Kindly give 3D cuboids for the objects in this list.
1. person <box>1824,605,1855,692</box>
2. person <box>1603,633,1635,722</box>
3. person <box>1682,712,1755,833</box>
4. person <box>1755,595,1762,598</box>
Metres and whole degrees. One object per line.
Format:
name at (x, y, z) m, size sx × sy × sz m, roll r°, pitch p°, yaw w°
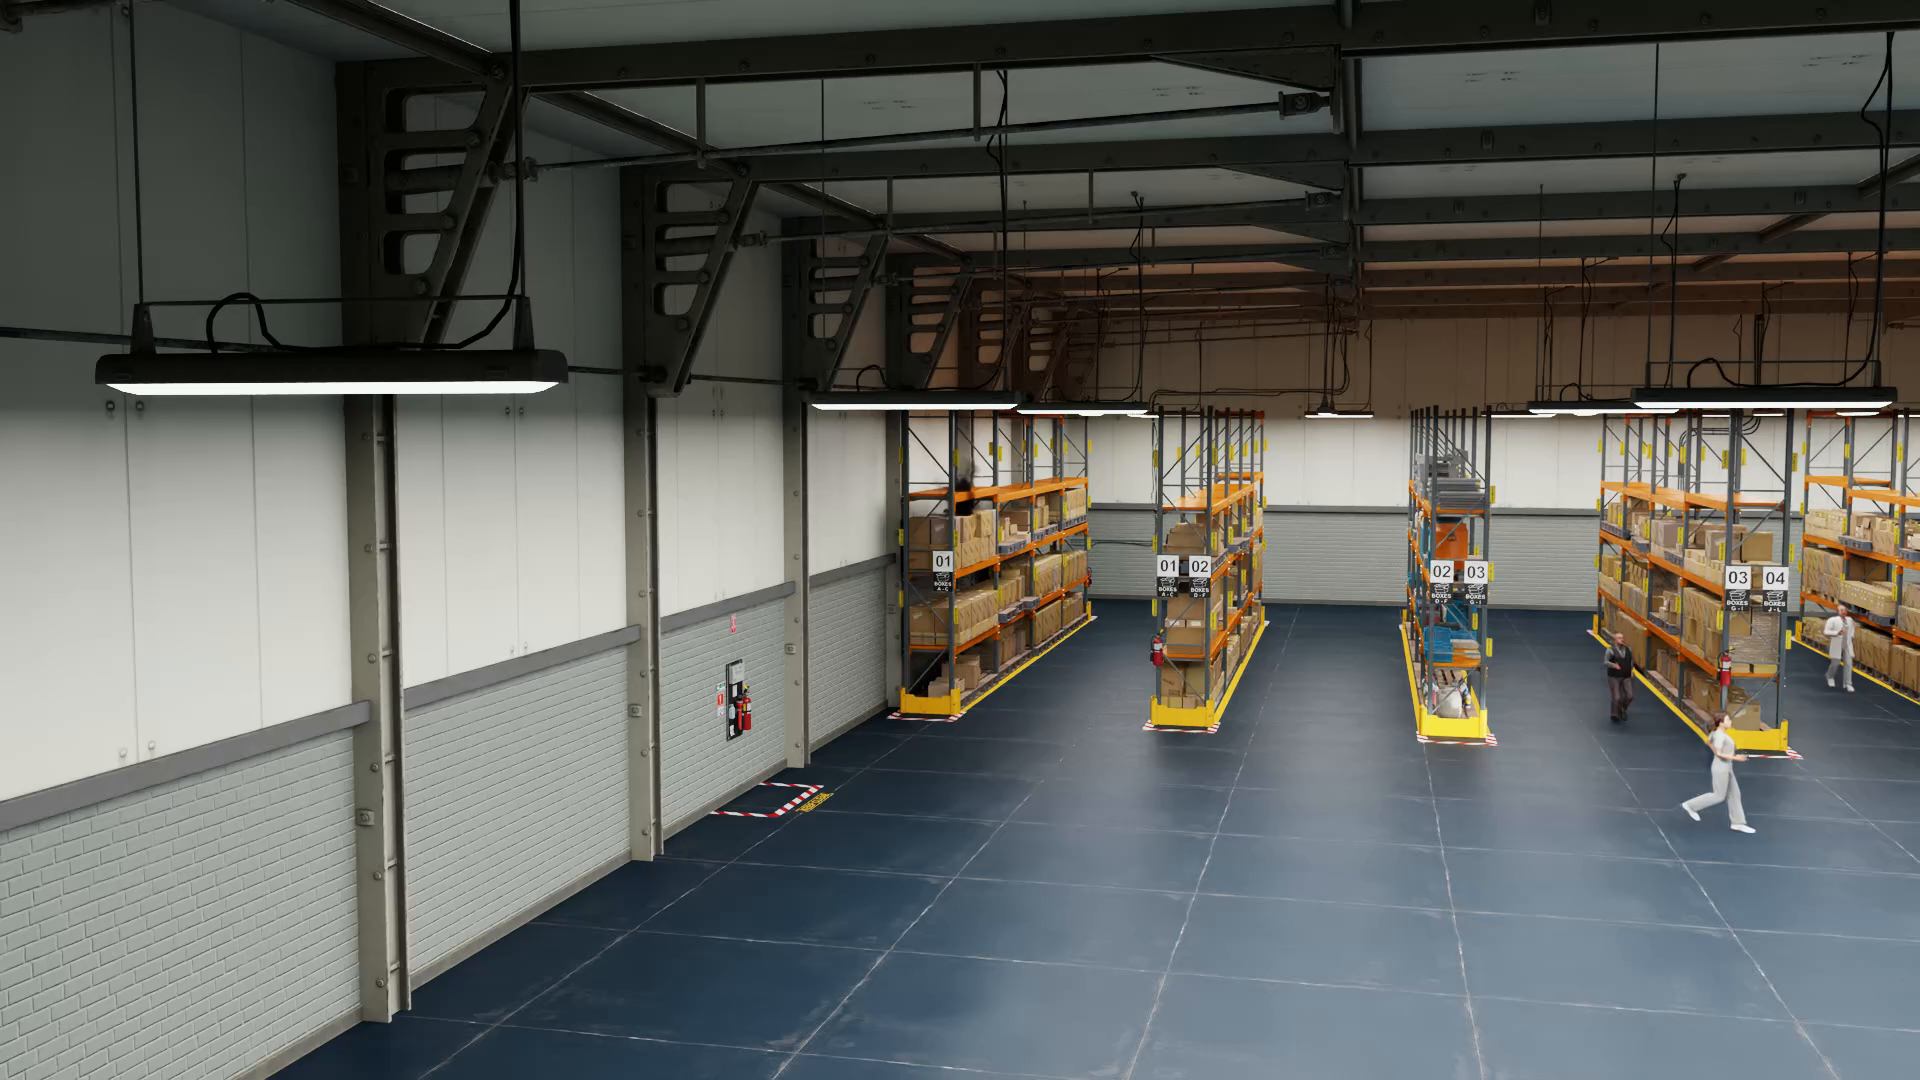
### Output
person at (18.674, 2.268, 35.241) m, size 0.710 × 1.770 × 1.001 m, roll 0°, pitch 4°, yaw 5°
person at (12.512, 2.614, 31.456) m, size 0.638 × 1.686 × 0.638 m, roll 0°, pitch 4°, yaw 3°
person at (10.602, 3.219, 23.191) m, size 0.934 × 1.664 × 0.568 m, roll 2°, pitch 5°, yaw 30°
person at (20.929, 1.690, 43.946) m, size 0.911 × 1.740 × 0.746 m, roll -2°, pitch 4°, yaw -20°
